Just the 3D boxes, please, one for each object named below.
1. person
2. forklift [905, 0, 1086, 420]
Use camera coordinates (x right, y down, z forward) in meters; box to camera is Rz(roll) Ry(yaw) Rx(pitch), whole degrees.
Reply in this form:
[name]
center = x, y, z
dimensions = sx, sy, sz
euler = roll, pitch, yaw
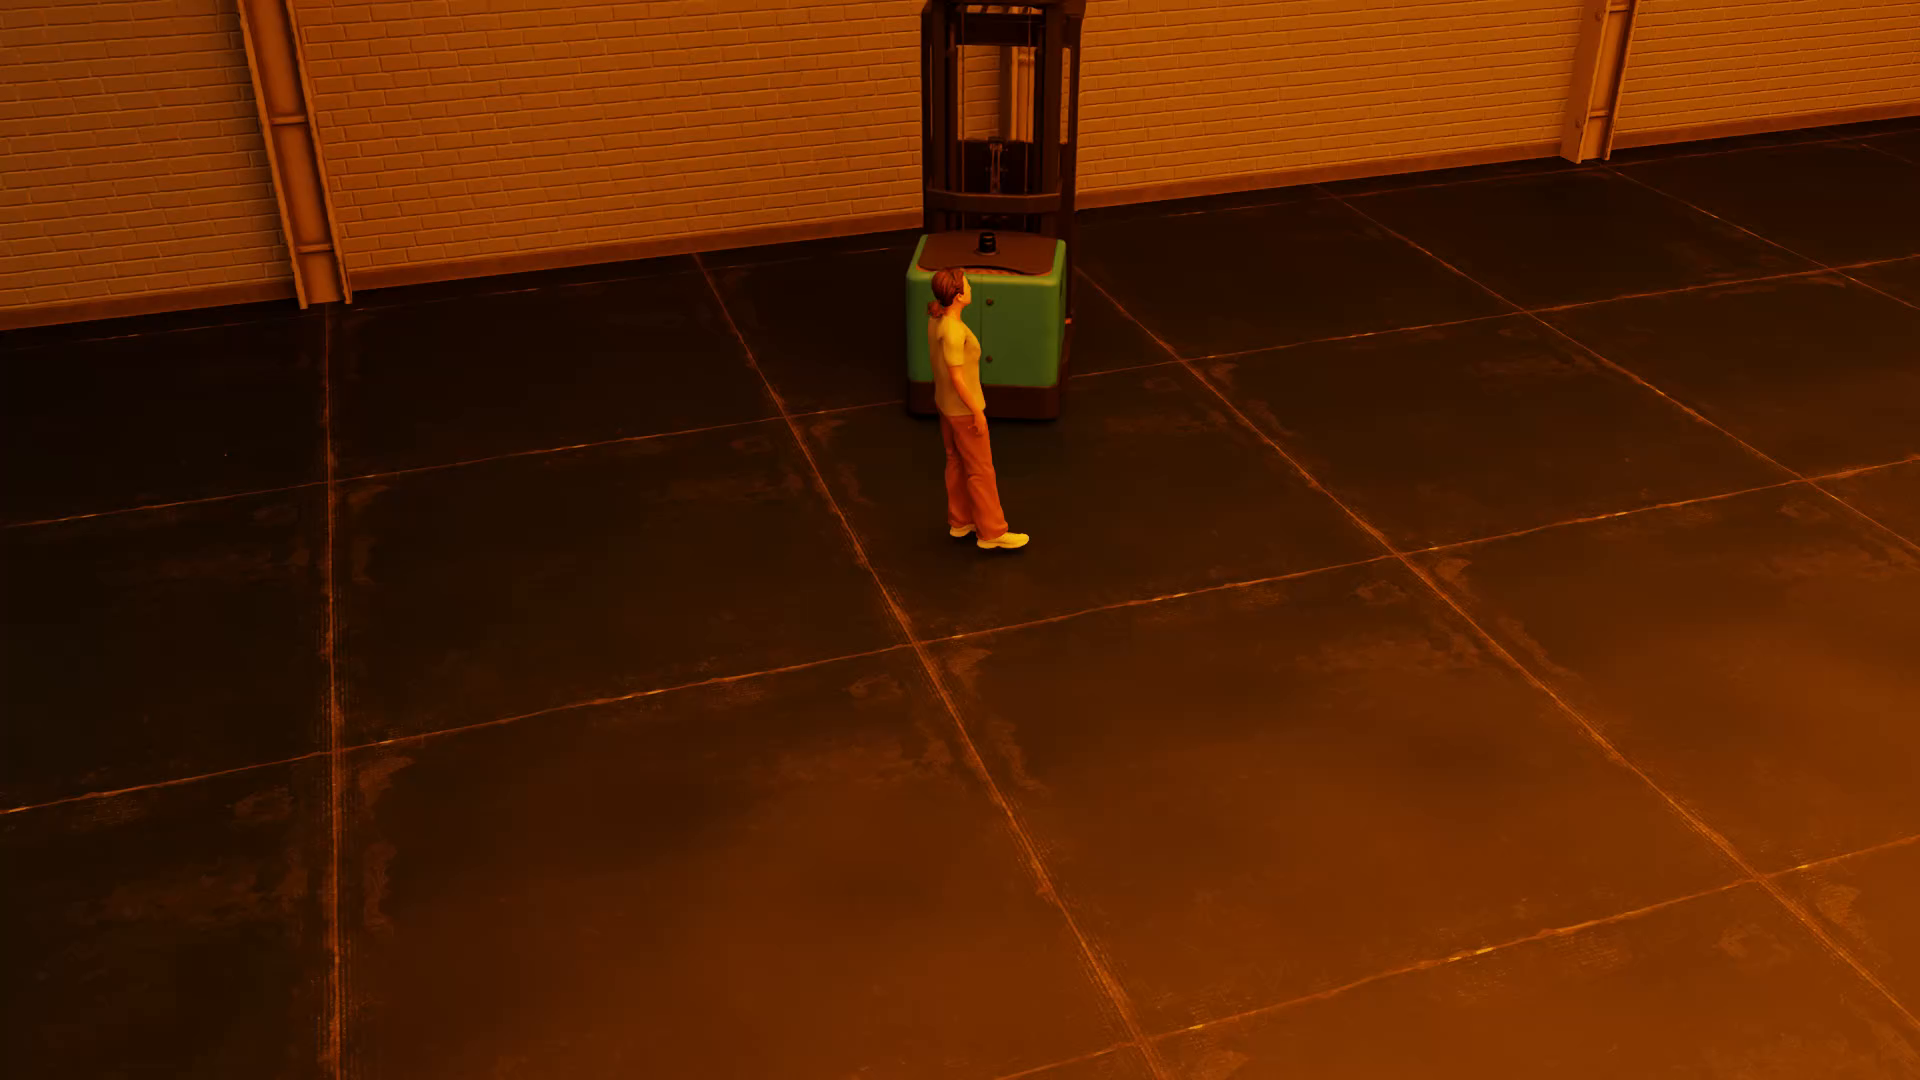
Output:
[person]
center = 0.074, -0.773, 9.595
dimensions = 0.548, 1.673, 0.552
euler = -10, 31, -16
[forklift]
center = 0.305, -2.799, 11.951
dimensions = 1.130, 2.935, 3.031
euler = 3, 30, 6
